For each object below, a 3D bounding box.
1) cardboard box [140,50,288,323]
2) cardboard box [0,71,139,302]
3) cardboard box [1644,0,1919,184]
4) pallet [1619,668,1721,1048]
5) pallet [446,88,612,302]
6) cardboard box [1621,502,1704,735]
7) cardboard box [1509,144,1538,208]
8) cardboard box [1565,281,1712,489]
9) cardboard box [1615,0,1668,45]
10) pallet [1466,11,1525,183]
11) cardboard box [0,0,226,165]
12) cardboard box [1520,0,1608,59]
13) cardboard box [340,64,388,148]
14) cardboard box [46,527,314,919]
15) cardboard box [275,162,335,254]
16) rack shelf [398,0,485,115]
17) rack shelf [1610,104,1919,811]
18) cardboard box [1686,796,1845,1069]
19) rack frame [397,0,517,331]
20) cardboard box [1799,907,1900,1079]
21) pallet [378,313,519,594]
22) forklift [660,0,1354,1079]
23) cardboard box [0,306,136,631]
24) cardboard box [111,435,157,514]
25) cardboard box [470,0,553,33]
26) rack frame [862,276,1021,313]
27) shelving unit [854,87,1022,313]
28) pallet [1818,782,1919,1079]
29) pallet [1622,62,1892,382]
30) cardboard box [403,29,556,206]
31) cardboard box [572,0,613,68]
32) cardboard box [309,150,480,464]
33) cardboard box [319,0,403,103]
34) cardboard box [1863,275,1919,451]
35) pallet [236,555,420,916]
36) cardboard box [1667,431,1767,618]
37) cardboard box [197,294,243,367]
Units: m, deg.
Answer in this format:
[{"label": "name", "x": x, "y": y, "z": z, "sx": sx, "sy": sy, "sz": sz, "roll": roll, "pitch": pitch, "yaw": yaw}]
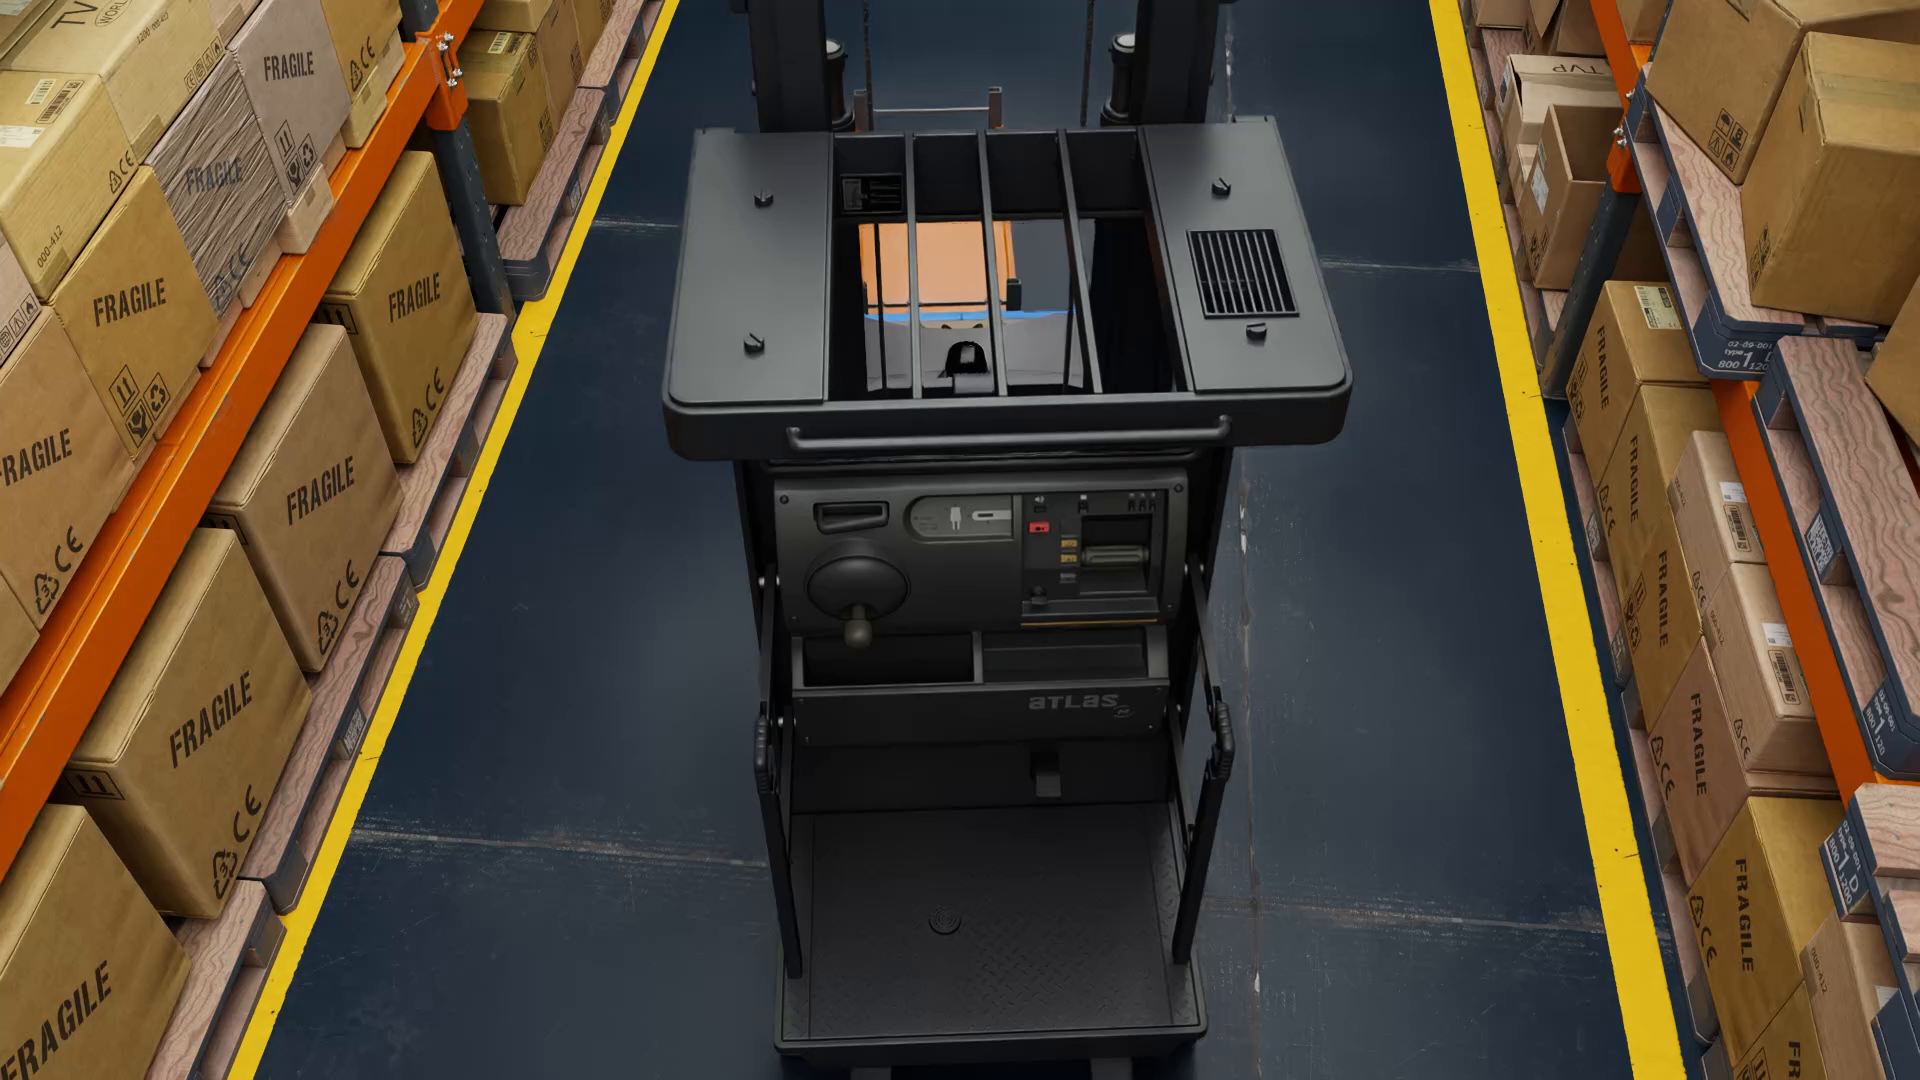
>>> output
[{"label": "cardboard box", "x": -2.130, "y": -0.918, "z": 4.274, "sx": 0.500, "sy": 0.500, "sz": 0.500, "roll": 4, "pitch": 48, "yaw": 4}, {"label": "cardboard box", "x": -2.184, "y": -0.787, "z": 3.646, "sx": 0.500, "sy": 0.250, "sz": 0.500, "roll": 3, "pitch": 48, "yaw": 3}, {"label": "cardboard box", "x": 2.420, "y": -1.390, "z": 4.636, "sx": 0.700, "sy": 0.500, "sz": 0.500, "roll": -11, "pitch": 48, "yaw": -10}, {"label": "pallet", "x": 2.541, "y": 0.893, "z": 4.790, "sx": 1.003, "sy": 0.211, "sz": 1.213, "roll": 4, "pitch": 48, "yaw": 4}, {"label": "pallet", "x": -2.101, "y": -1.490, "z": 6.970, "sx": 1.003, "sy": 0.211, "sz": 1.213, "roll": 4, "pitch": 48, "yaw": 4}, {"label": "cardboard box", "x": 2.308, "y": 0.247, "z": 4.888, "sx": 0.500, "sy": 0.500, "sz": 0.500, "roll": 4, "pitch": 48, "yaw": 4}, {"label": "cardboard box", "x": 2.429, "y": -1.451, "z": 6.678, "sx": 0.380, "sy": 0.149, "sz": 0.250, "roll": 4, "pitch": 48, "yaw": 4}, {"label": "cardboard box", "x": 2.399, "y": -0.513, "z": 5.582, "sx": 0.500, "sy": 0.500, "sz": 0.500, "roll": 2, "pitch": 48, "yaw": 2}, {"label": "cardboard box", "x": 2.476, "y": -1.965, "z": 5.447, "sx": 0.500, "sy": 0.500, "sz": 0.500, "roll": 5, "pitch": 48, "yaw": 4}, {"label": "pallet", "x": 2.858, "y": -2.009, "z": 7.445, "sx": 1.003, "sy": 0.211, "sz": 1.213, "roll": 4, "pitch": 48, "yaw": 4}, {"label": "cardboard box", "x": -2.138, "y": -1.161, "z": 3.988, "sx": 0.500, "sy": 0.250, "sz": 0.500, "roll": 5, "pitch": 48, "yaw": 4}, {"label": "cardboard box", "x": 2.852, "y": -2.234, "z": 7.154, "sx": 0.797, "sy": 0.503, "sz": 0.637, "roll": 4, "pitch": 48, "yaw": 4}, {"label": "cardboard box", "x": -1.996, "y": -1.345, "z": 5.104, "sx": 0.380, "sy": 0.149, "sz": 0.250, "roll": 5, "pitch": 48, "yaw": 4}, {"label": "cardboard box", "x": -2.328, "y": 0.471, "z": 4.459, "sx": 0.750, "sy": 0.750, "sz": 0.750, "roll": 4, "pitch": 48, "yaw": 3}, {"label": "cardboard box", "x": -2.030, "y": -0.960, "z": 4.752, "sx": 0.380, "sy": 0.149, "sz": 0.250, "roll": 4, "pitch": 48, "yaw": 4}, {"label": "rack shelf", "x": -2.066, "y": -3.104, "z": 7.044, "sx": 1.077, "sy": 0.370, "sz": 4.000, "roll": 4, "pitch": 48, "yaw": 4}, {"label": "rack shelf", "x": 2.503, "y": 0.165, "z": 4.054, "sx": 1.077, "sy": 0.370, "sz": 4.000, "roll": 4, "pitch": 48, "yaw": 4}, {"label": "cardboard box", "x": 2.220, "y": 1.004, "z": 4.195, "sx": 0.500, "sy": 0.500, "sz": 0.500, "roll": 2, "pitch": 48, "yaw": 2}, {"label": "rack frame", "x": -2.248, "y": -1.878, "z": 5.434, "sx": 1.000, "sy": 3.000, "sz": 0.127, "roll": 4, "pitch": 48, "yaw": 4}, {"label": "cardboard box", "x": 2.173, "y": 1.090, "z": 3.608, "sx": 0.500, "sy": 0.250, "sz": 0.500, "roll": 6, "pitch": 48, "yaw": 5}, {"label": "pallet", "x": -2.243, "y": -0.364, "z": 5.940, "sx": 1.003, "sy": 0.211, "sz": 1.213, "roll": 4, "pitch": 48, "yaw": 4}, {"label": "forklift", "x": 0.061, "y": 0.142, "z": 3.633, "sx": 1.130, "sy": 2.935, "sz": 3.031, "roll": -2, "pitch": 48, "yaw": -2}, {"label": "cardboard box", "x": -2.210, "y": -0.168, "z": 3.588, "sx": 0.500, "sy": 0.500, "sz": 0.500, "roll": 4, "pitch": 48, "yaw": 3}, {"label": "cardboard box", "x": -2.223, "y": -0.214, "z": 4.070, "sx": 0.380, "sy": 0.149, "sz": 0.250, "roll": 4, "pitch": 48, "yaw": 4}, {"label": "cardboard box", "x": -1.865, "y": -2.177, "z": 6.678, "sx": 0.380, "sy": 0.149, "sz": 0.250, "roll": 5, "pitch": 48, "yaw": 5}, {"label": "rack frame", "x": -0.068, "y": -0.385, "z": 5.340, "sx": 0.500, "sy": 1.125, "sz": 0.032, "roll": -2, "pitch": 48, "yaw": -2}, {"label": "shelving unit", "x": -0.089, "y": -0.760, "z": 5.683, "sx": 0.538, "sy": 1.125, "sz": 1.048, "roll": -2, "pitch": 48, "yaw": -2}, {"label": "pallet", "x": 2.313, "y": 0.954, "z": 2.975, "sx": 1.213, "sy": 0.211, "sz": 1.003, "roll": 4, "pitch": 48, "yaw": 4}, {"label": "pallet", "x": 2.504, "y": -0.902, "z": 4.673, "sx": 1.003, "sy": 0.211, "sz": 1.213, "roll": 4, "pitch": 48, "yaw": 4}, {"label": "cardboard box", "x": -2.078, "y": -1.718, "z": 6.698, "sx": 0.700, "sy": 0.500, "sz": 0.500, "roll": 4, "pitch": 48, "yaw": 4}, {"label": "cardboard box", "x": -1.979, "y": -2.464, "z": 7.380, "sx": 0.700, "sy": 0.500, "sz": 0.500, "roll": 5, "pitch": 48, "yaw": 4}, {"label": "cardboard box", "x": -2.178, "y": -0.807, "z": 5.628, "sx": 0.750, "sy": 0.750, "sz": 0.750, "roll": 4, "pitch": 48, "yaw": 4}, {"label": "cardboard box", "x": -2.039, "y": -1.662, "z": 4.955, "sx": 0.500, "sy": 0.500, "sz": 0.500, "roll": 3, "pitch": 48, "yaw": 3}, {"label": "cardboard box", "x": 2.586, "y": -0.420, "z": 3.749, "sx": 0.700, "sy": 0.500, "sz": 0.500, "roll": -7, "pitch": 48, "yaw": -6}, {"label": "pallet", "x": -2.352, "y": 0.535, "z": 5.118, "sx": 1.003, "sy": 0.211, "sz": 1.213, "roll": 4, "pitch": 48, "yaw": 4}, {"label": "cardboard box", "x": 2.308, "y": -0.031, "z": 4.633, "sx": 0.500, "sy": 0.250, "sz": 0.500, "roll": 4, "pitch": 48, "yaw": 4}, {"label": "cardboard box", "x": -2.156, "y": -0.601, "z": 4.424, "sx": 0.380, "sy": 0.149, "sz": 0.250, "roll": 3, "pitch": 48, "yaw": 2}]
